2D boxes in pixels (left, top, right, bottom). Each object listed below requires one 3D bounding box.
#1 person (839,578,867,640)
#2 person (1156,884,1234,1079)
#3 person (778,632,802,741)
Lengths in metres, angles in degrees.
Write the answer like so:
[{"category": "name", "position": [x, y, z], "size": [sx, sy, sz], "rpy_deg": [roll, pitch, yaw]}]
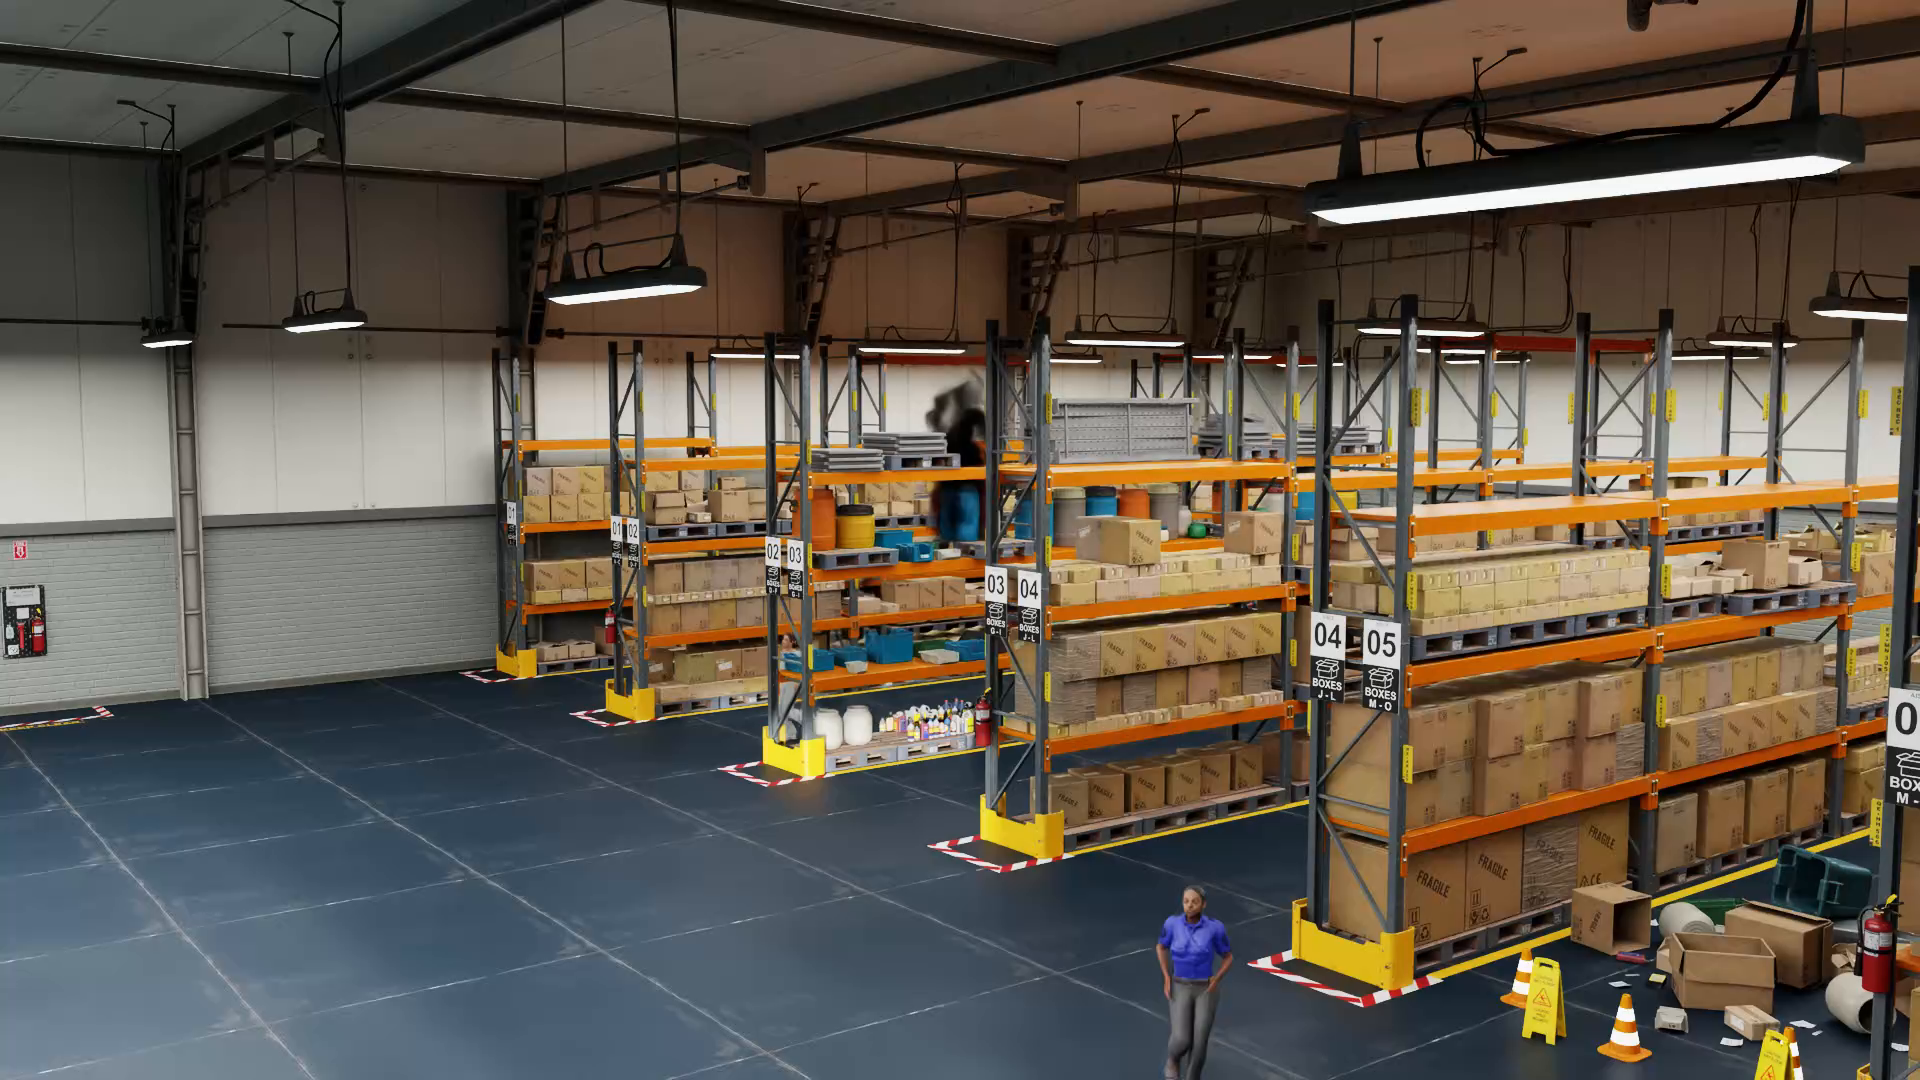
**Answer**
[{"category": "person", "position": [-1.963, 1.558, 31.201], "size": [0.836, 1.737, 0.716], "rpy_deg": [-4, 6, -37]}, {"category": "person", "position": [1.703, 3.305, 12.094], "size": [0.567, 1.625, 0.578], "rpy_deg": [1, 5, 9]}, {"category": "person", "position": [-2.516, 2.176, 24.771], "size": [0.610, 1.624, 0.597], "rpy_deg": [5, 7, 42]}]
